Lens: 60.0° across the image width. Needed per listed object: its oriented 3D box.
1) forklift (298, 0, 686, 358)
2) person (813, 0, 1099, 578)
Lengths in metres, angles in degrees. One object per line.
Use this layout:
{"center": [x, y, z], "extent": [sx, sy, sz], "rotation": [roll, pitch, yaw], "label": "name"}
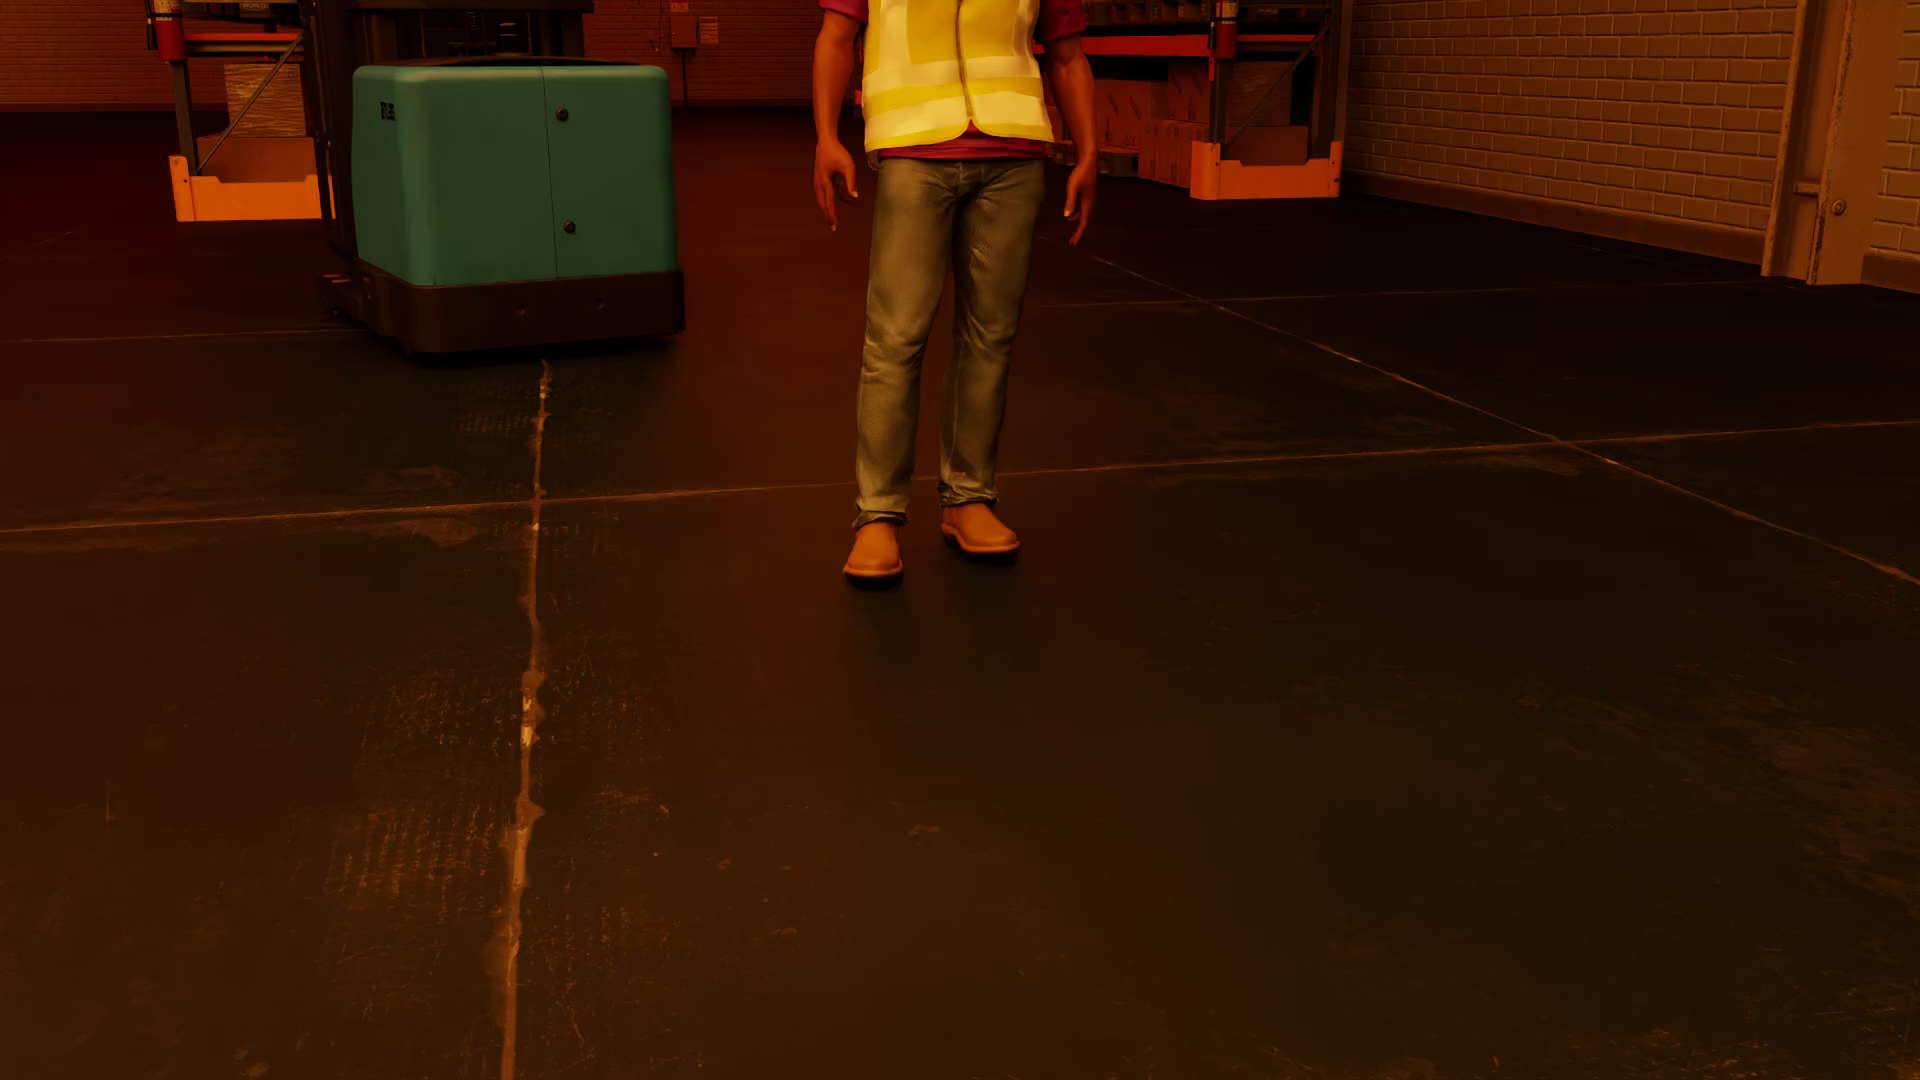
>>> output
{"center": [-2.259, -2.453, 7.128], "extent": [1.130, 2.935, 3.031], "rotation": [-9, 19, -29], "label": "forklift"}
{"center": [0.009, -0.834, 3.696], "extent": [0.665, 1.765, 0.577], "rotation": [-4, 17, -12], "label": "person"}
